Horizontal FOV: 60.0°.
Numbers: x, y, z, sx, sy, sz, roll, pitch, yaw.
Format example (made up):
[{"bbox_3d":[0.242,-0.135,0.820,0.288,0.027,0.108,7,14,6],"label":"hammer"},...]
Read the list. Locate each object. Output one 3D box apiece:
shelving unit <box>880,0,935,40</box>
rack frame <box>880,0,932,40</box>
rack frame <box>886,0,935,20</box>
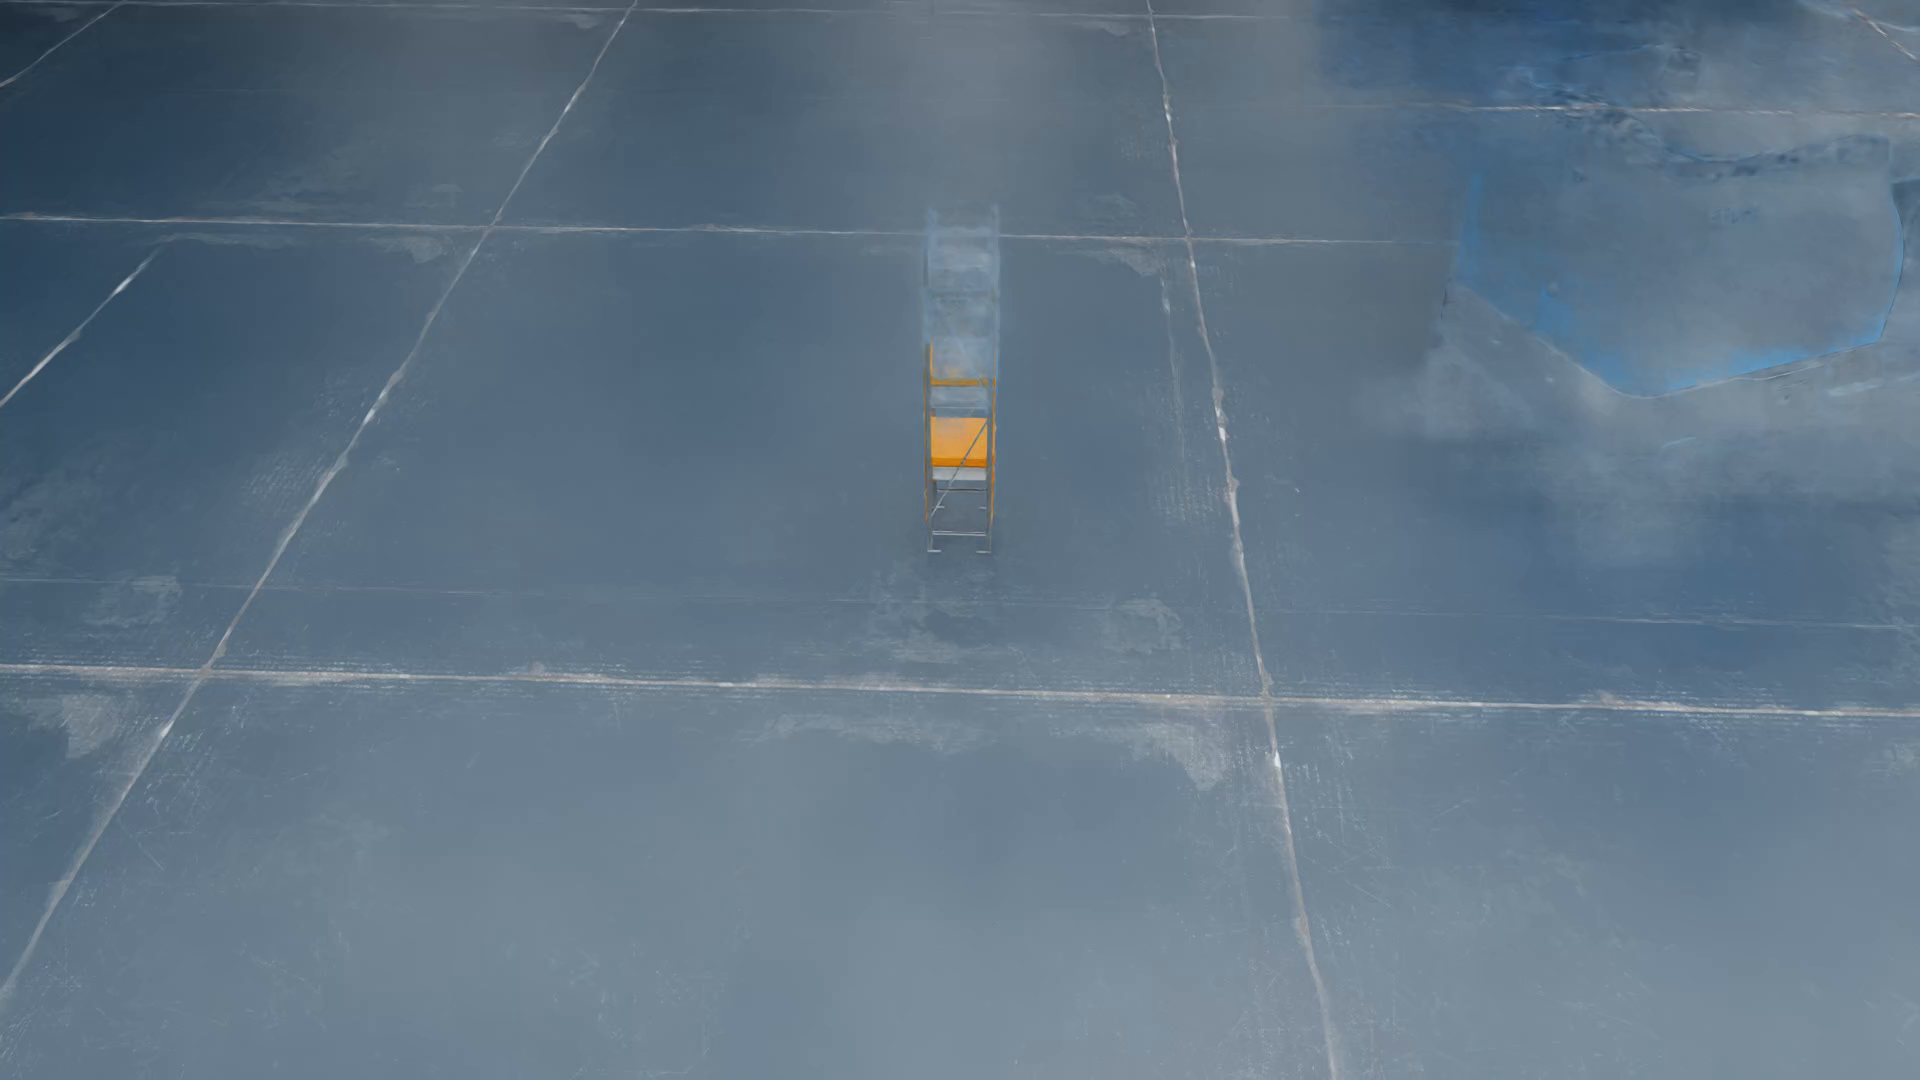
[{"bbox_3d":[0.002,-0.460,4.992,0.215,1.050,0.252,1,35,2],"label":"shelving unit"},{"bbox_3d":[-0.003,-0.390,4.892,0.200,1.050,0.008,1,35,2],"label":"rack frame"},{"bbox_3d":[0.007,-0.530,5.092,0.200,1.050,0.008,1,35,2],"label":"rack frame"}]
